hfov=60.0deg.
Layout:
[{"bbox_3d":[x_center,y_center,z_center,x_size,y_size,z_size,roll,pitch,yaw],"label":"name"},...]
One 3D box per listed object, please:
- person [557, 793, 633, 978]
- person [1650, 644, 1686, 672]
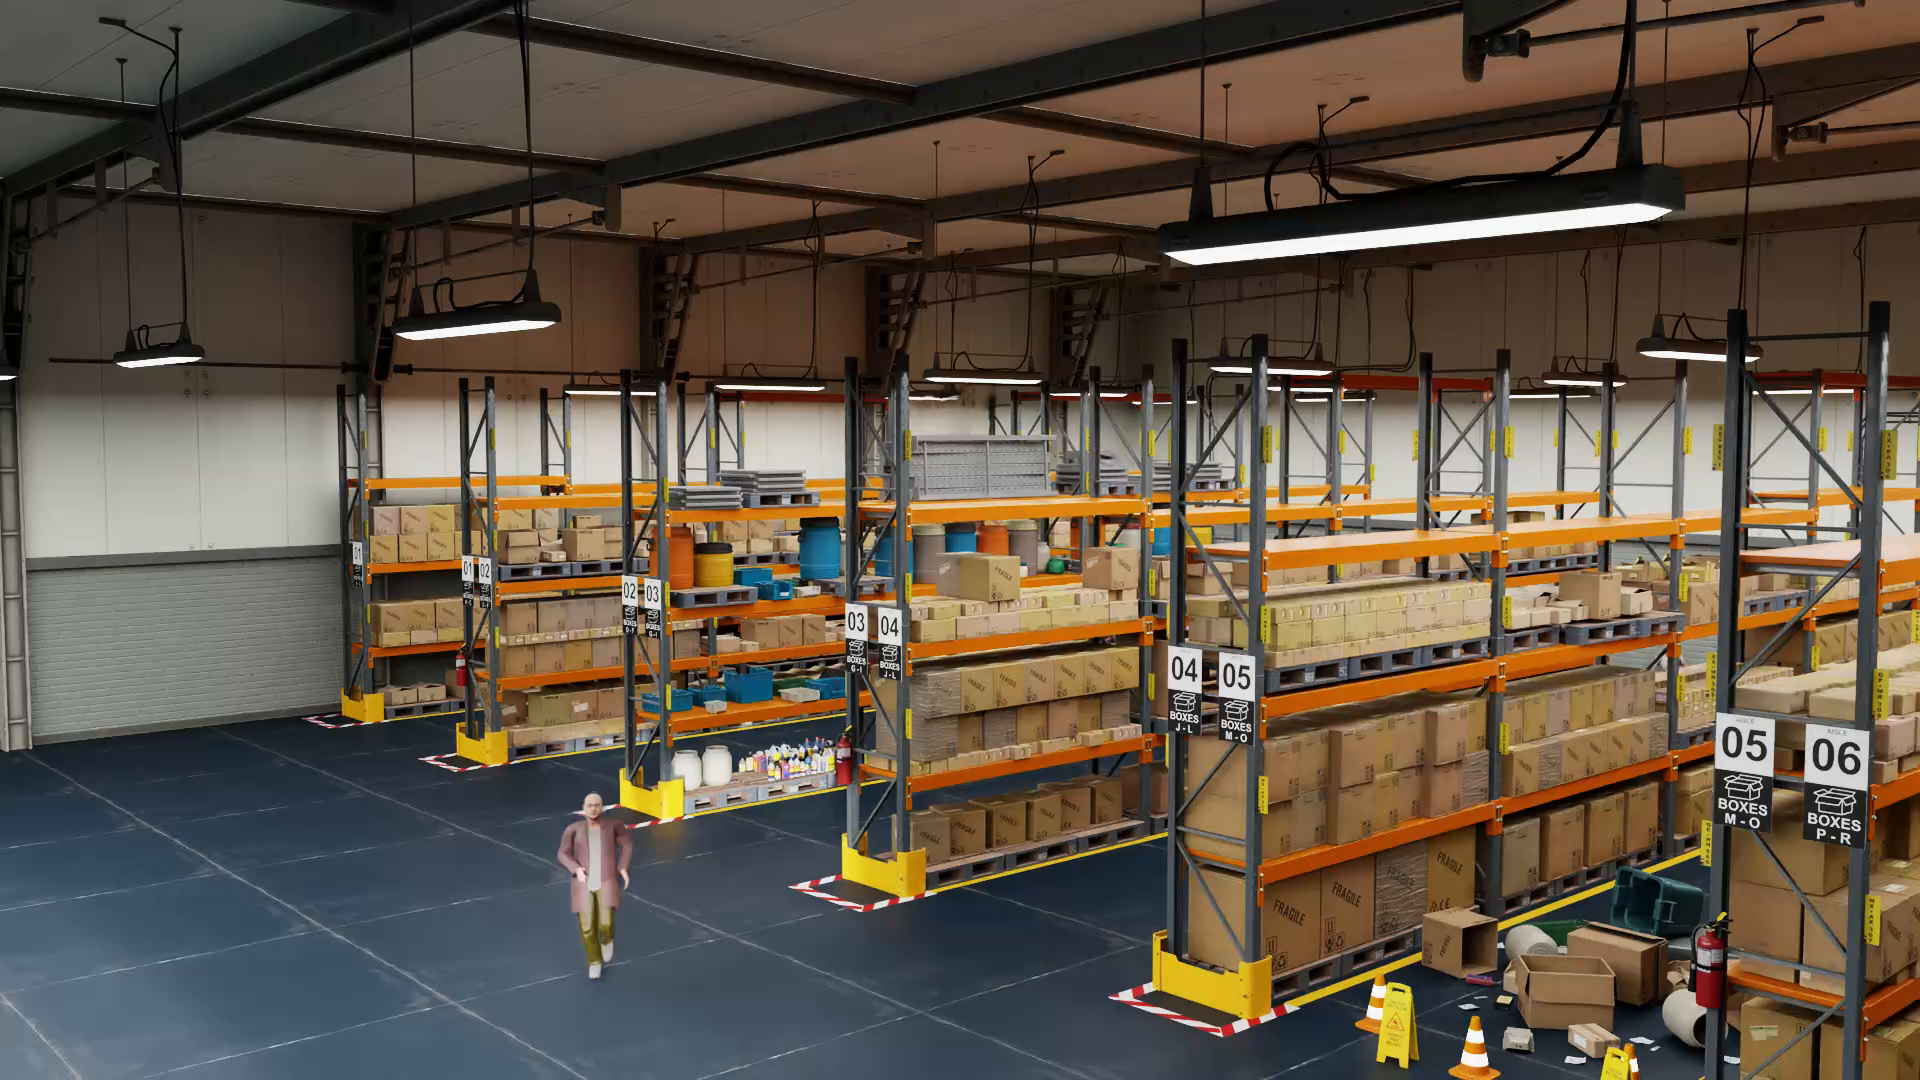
[{"bbox_3d":[-3.447,3.268,15.721,0.705,1.737,0.631,-1,4,-10],"label":"person"},{"bbox_3d":[11.978,2.520,28.139,0.606,1.708,0.786,1,4,21],"label":"person"}]
